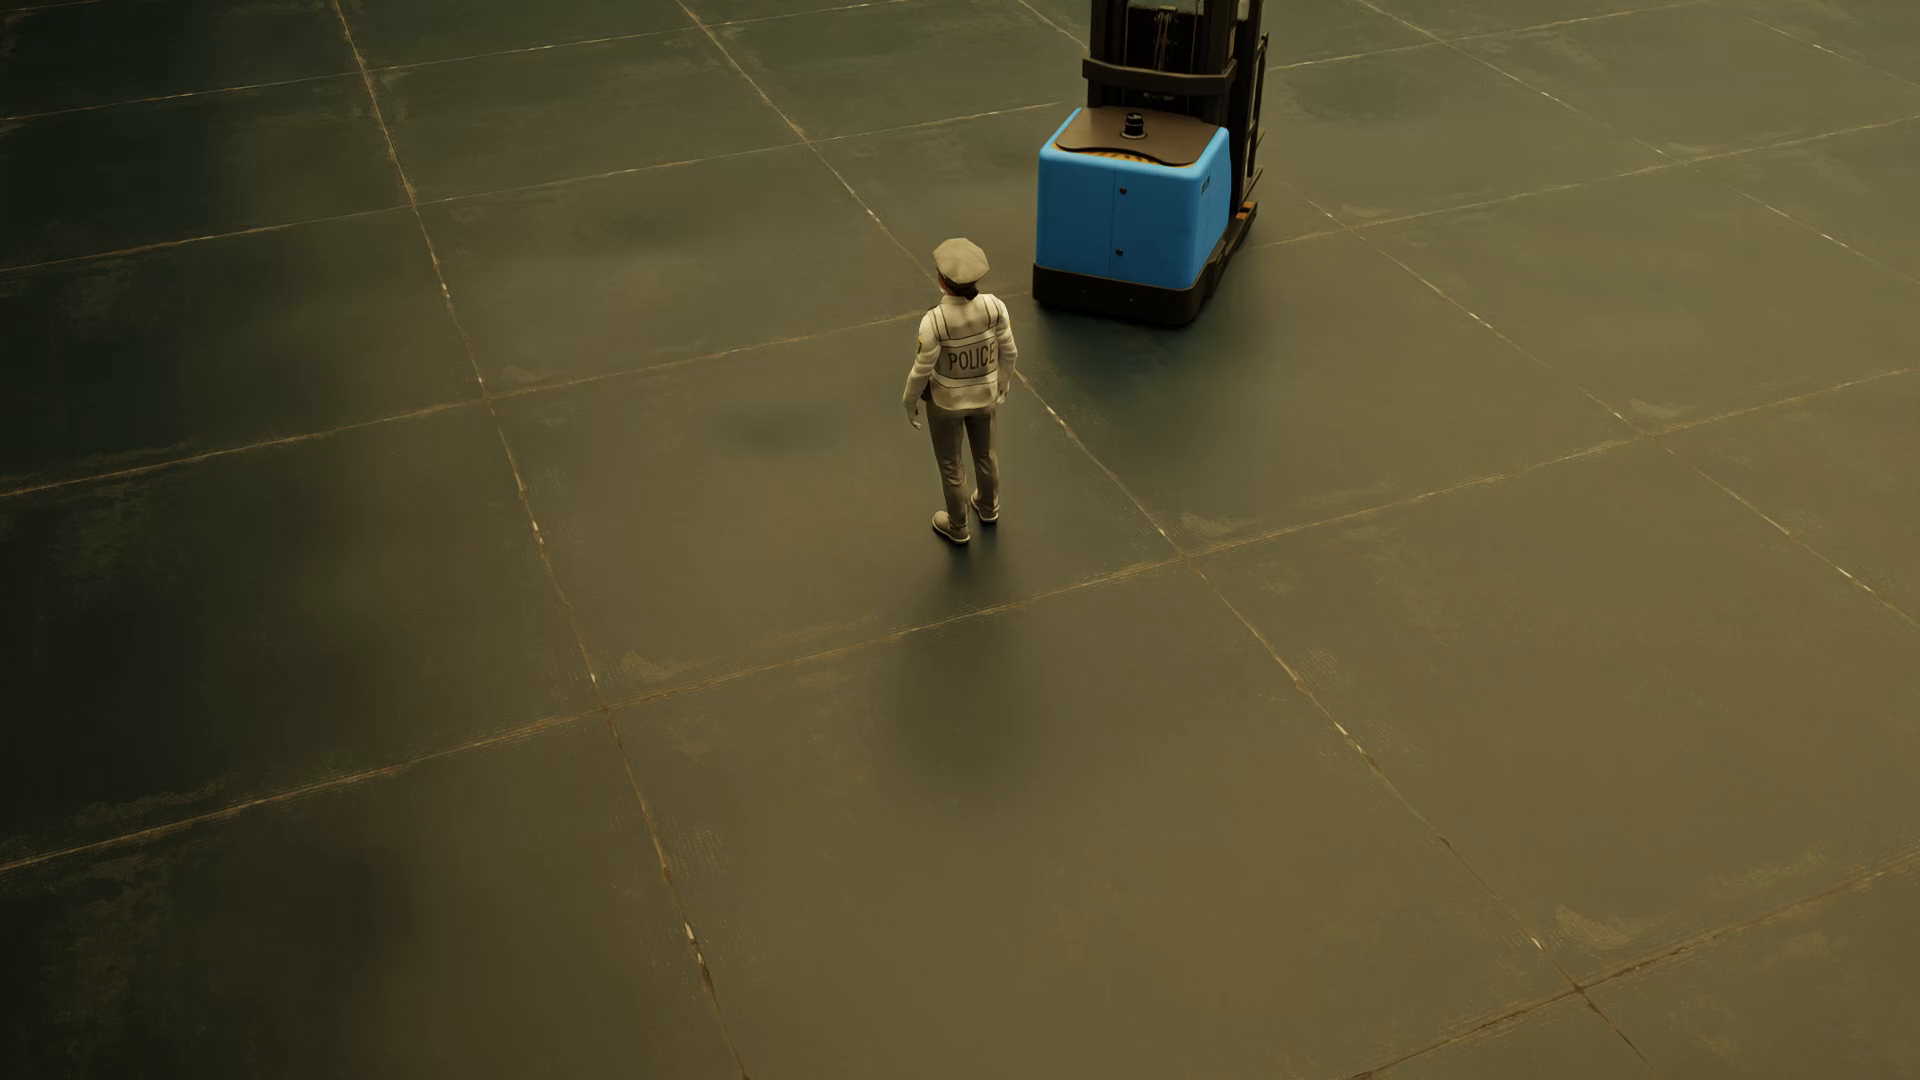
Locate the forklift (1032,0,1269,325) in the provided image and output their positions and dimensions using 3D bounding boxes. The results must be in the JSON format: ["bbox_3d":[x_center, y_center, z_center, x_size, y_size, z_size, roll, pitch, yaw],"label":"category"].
[{"bbox_3d":[1.462,-3.391,10.867,1.130,2.935,3.031,12,37,17],"label":"forklift"}]

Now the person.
[{"bbox_3d":[-0.021,-0.734,8.186,0.588,1.695,0.531,-14,38,-19],"label":"person"}]
